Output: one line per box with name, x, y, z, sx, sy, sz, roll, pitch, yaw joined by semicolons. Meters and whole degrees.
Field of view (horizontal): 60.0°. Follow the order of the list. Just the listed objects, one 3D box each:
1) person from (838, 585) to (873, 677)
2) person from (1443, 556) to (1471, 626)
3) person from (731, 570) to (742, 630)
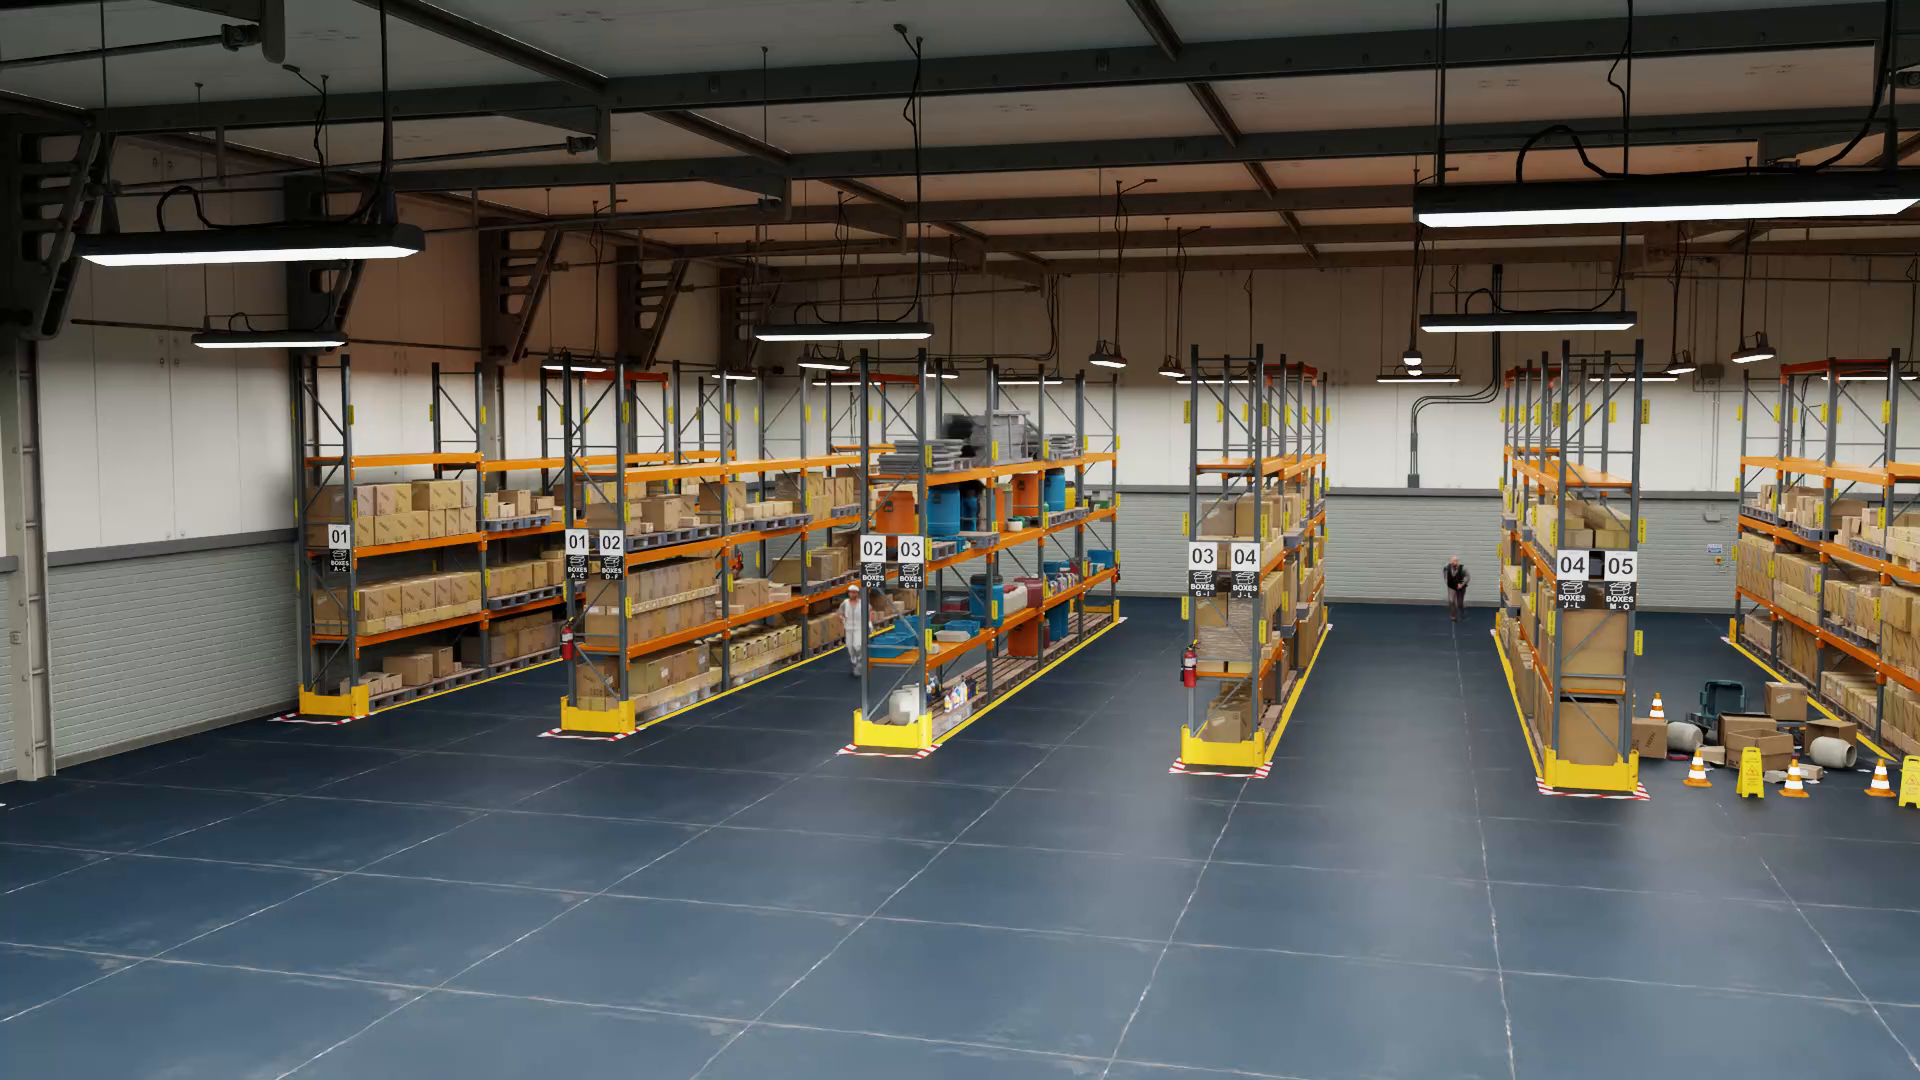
person;-2.005;1.734;31.705;0.643;1.766;0.776;1;4;12
person;11.969;1.203;39.975;0.688;1.682;1.000;3;5;35
person;-4.794;1.483;36.010;0.573;1.698;0.898;2;5;22
